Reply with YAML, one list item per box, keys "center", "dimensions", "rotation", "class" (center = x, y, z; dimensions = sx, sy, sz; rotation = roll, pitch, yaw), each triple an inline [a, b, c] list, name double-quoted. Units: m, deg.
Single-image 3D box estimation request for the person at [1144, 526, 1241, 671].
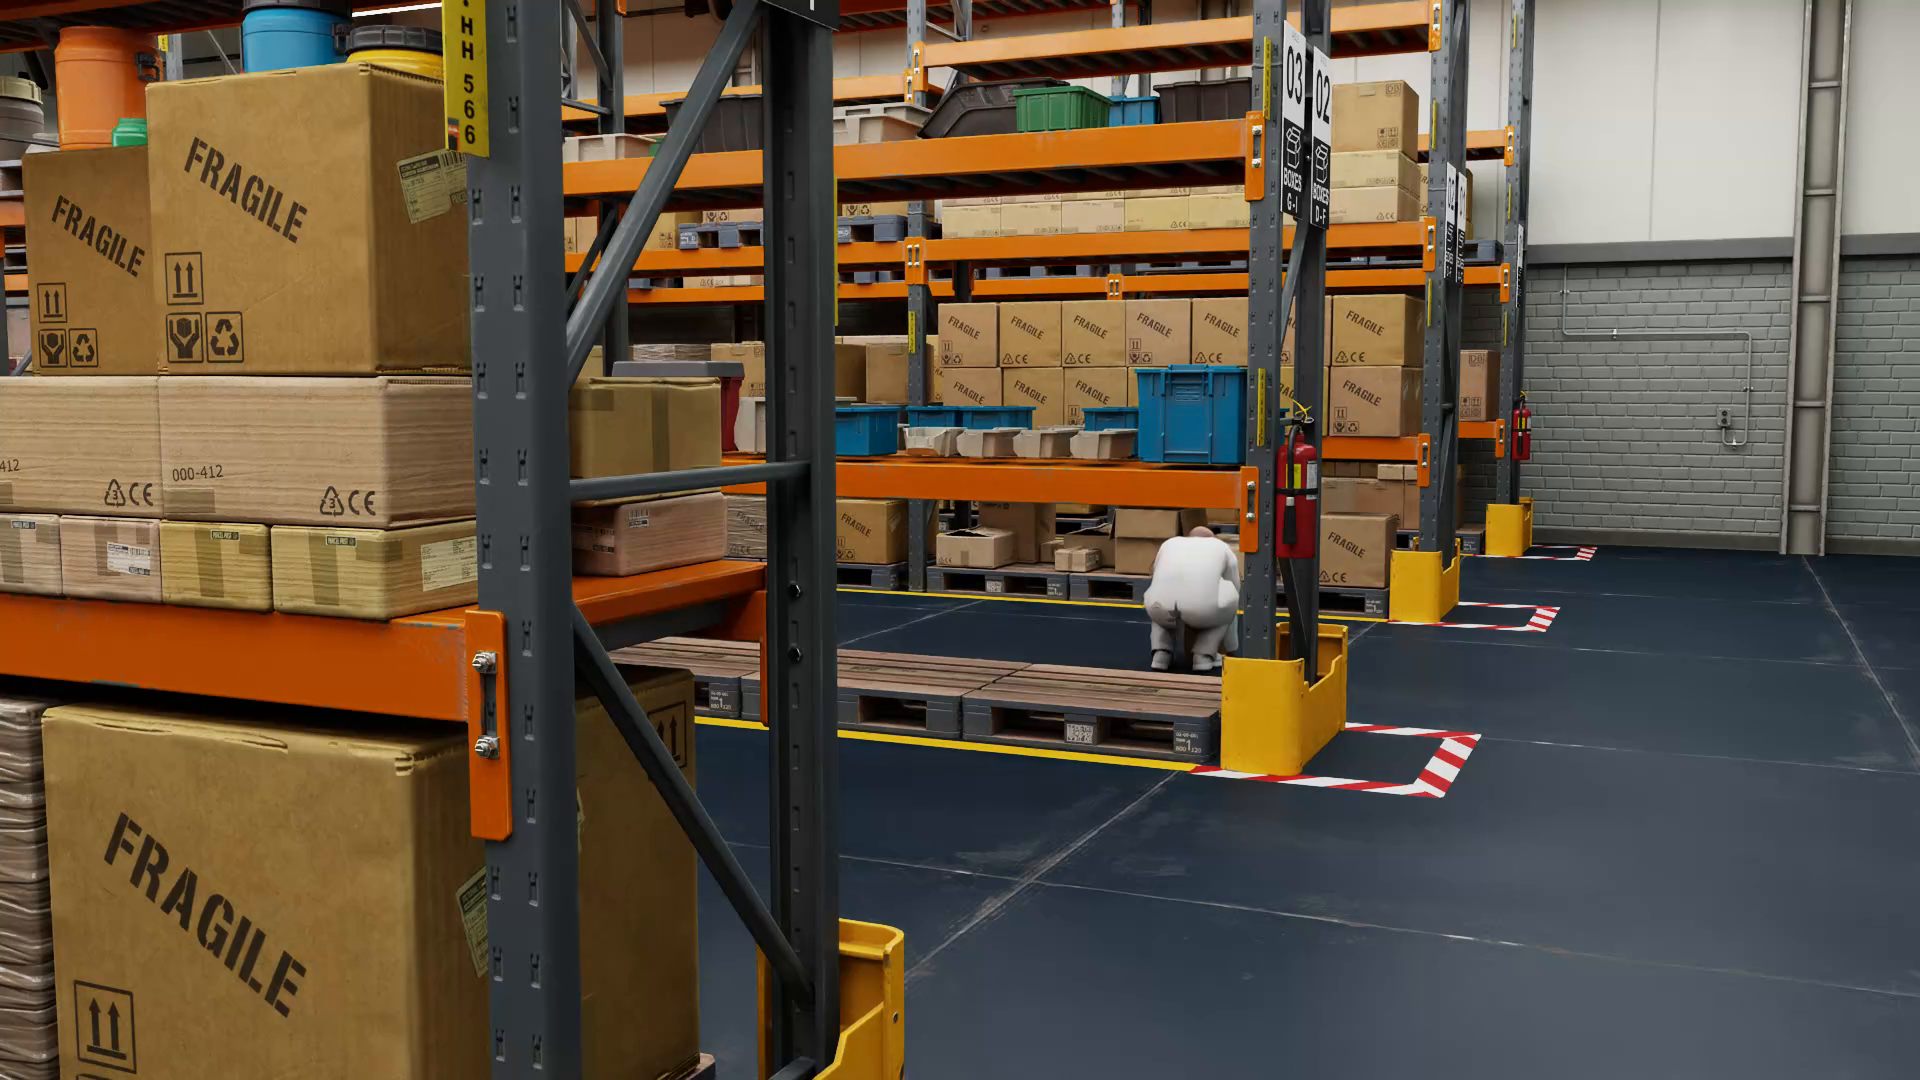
- center: [1.404, 0.412, 9.973]
  dimensions: [0.580, 0.857, 0.917]
  rotation: [2, 6, 23]
  class: "person"
